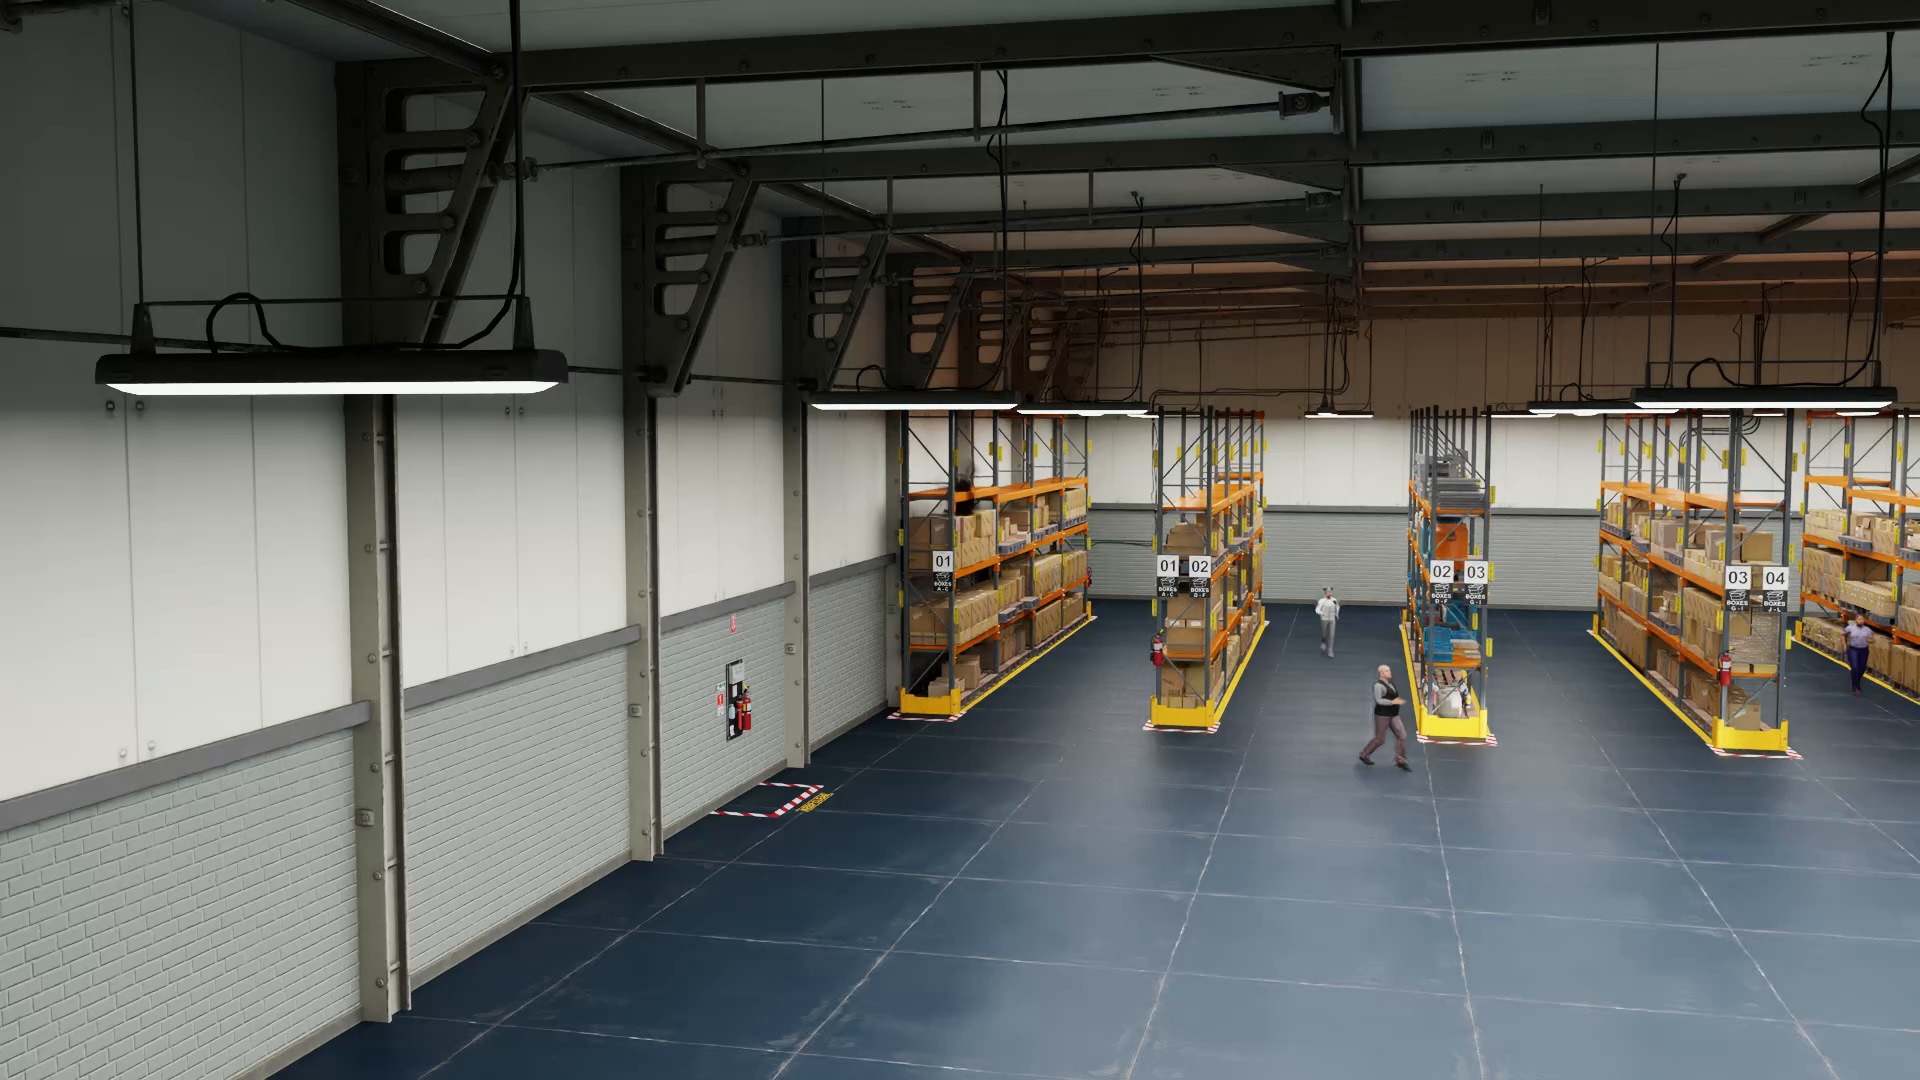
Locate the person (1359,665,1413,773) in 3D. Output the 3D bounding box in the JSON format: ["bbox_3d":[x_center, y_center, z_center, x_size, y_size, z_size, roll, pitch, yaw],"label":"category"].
[{"bbox_3d":[6.998,2.916,27.259,0.659,1.747,0.882,-4,6,-45],"label":"person"}]

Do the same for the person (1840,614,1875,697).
[{"bbox_3d":[18.812,2.395,34.829,0.594,1.658,0.895,1,4,9],"label":"person"}]

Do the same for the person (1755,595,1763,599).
[{"bbox_3d":[20.181,1.859,41.588,0.665,1.826,0.817,2,4,22],"label":"person"}]

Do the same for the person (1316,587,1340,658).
[{"bbox_3d":[8.978,1.968,40.531,0.616,1.693,0.901,0,4,0],"label":"person"}]
